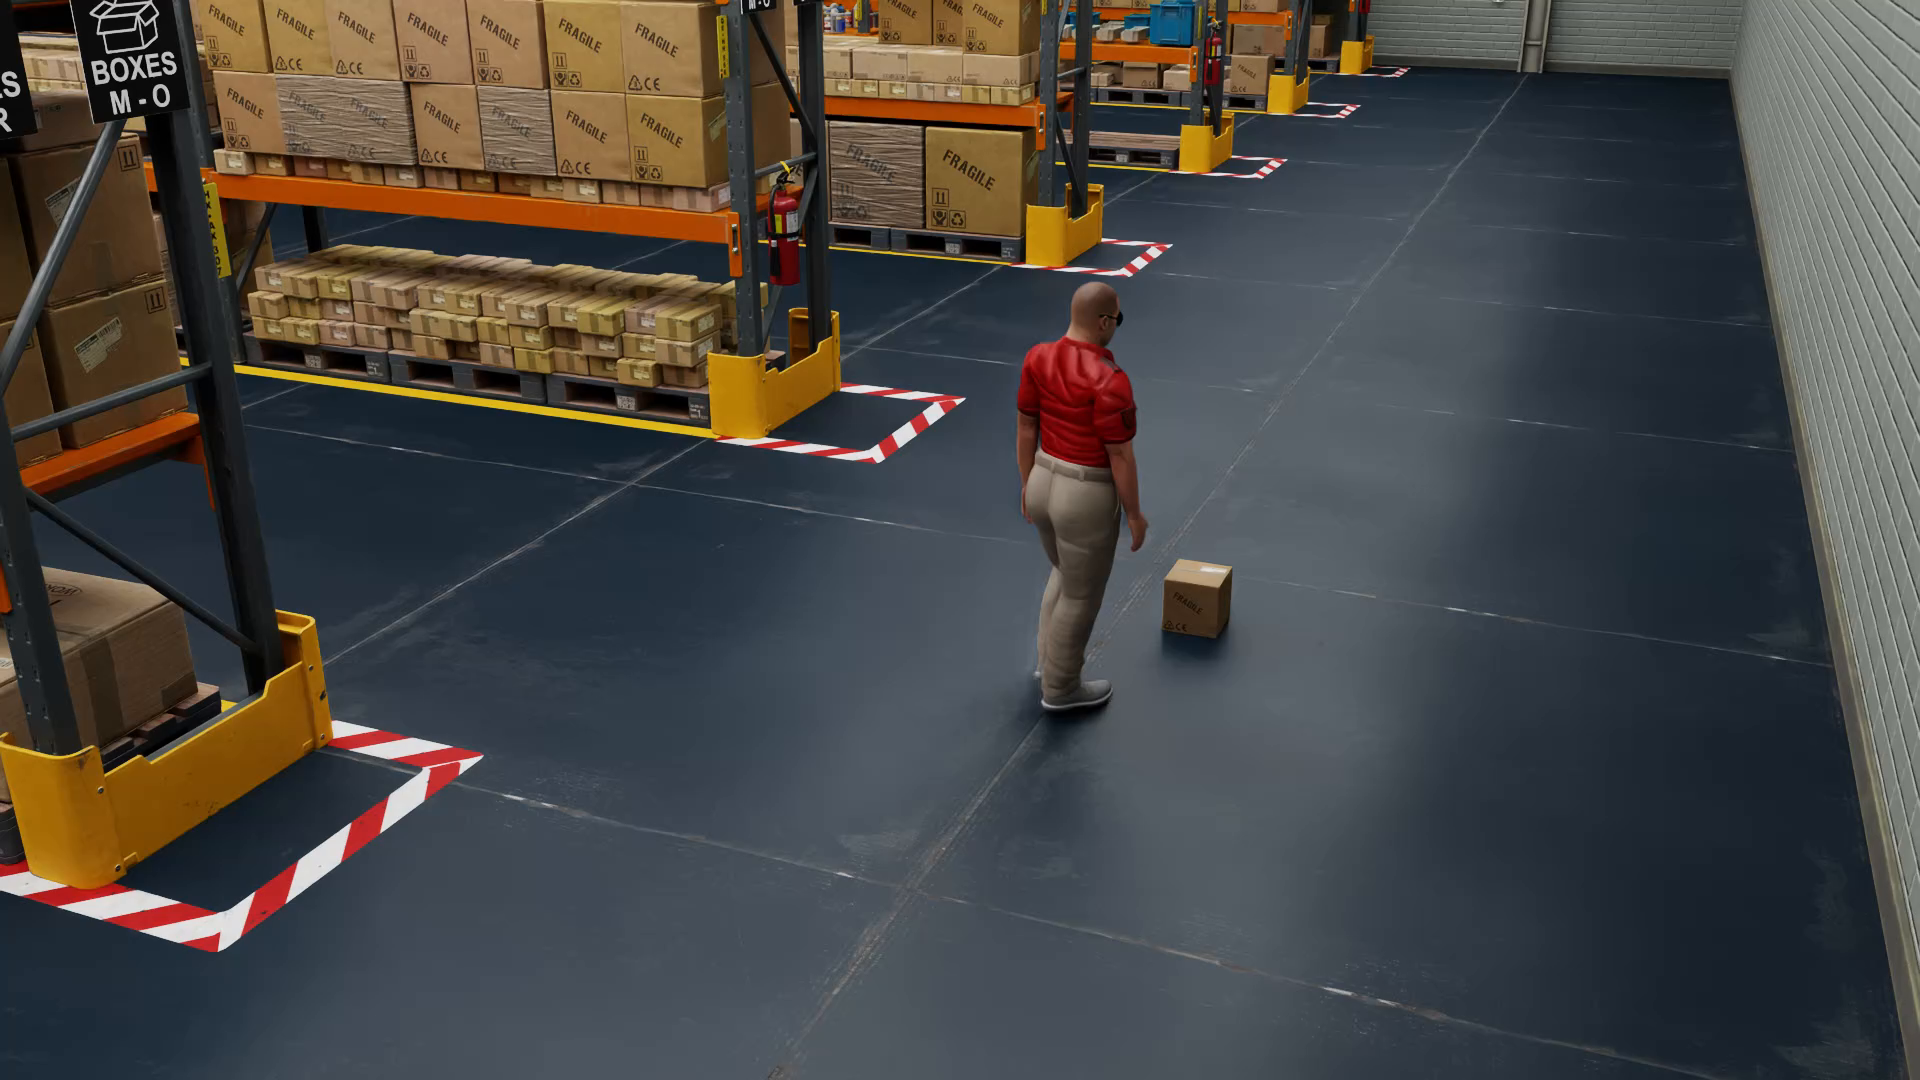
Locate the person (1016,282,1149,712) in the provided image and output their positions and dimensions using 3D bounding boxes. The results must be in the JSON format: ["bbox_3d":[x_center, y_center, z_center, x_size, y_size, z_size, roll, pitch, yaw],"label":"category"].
[{"bbox_3d":[0.470,-0.119,6.462,0.372,1.797,0.558,-16,27,-33],"label":"person"}]
